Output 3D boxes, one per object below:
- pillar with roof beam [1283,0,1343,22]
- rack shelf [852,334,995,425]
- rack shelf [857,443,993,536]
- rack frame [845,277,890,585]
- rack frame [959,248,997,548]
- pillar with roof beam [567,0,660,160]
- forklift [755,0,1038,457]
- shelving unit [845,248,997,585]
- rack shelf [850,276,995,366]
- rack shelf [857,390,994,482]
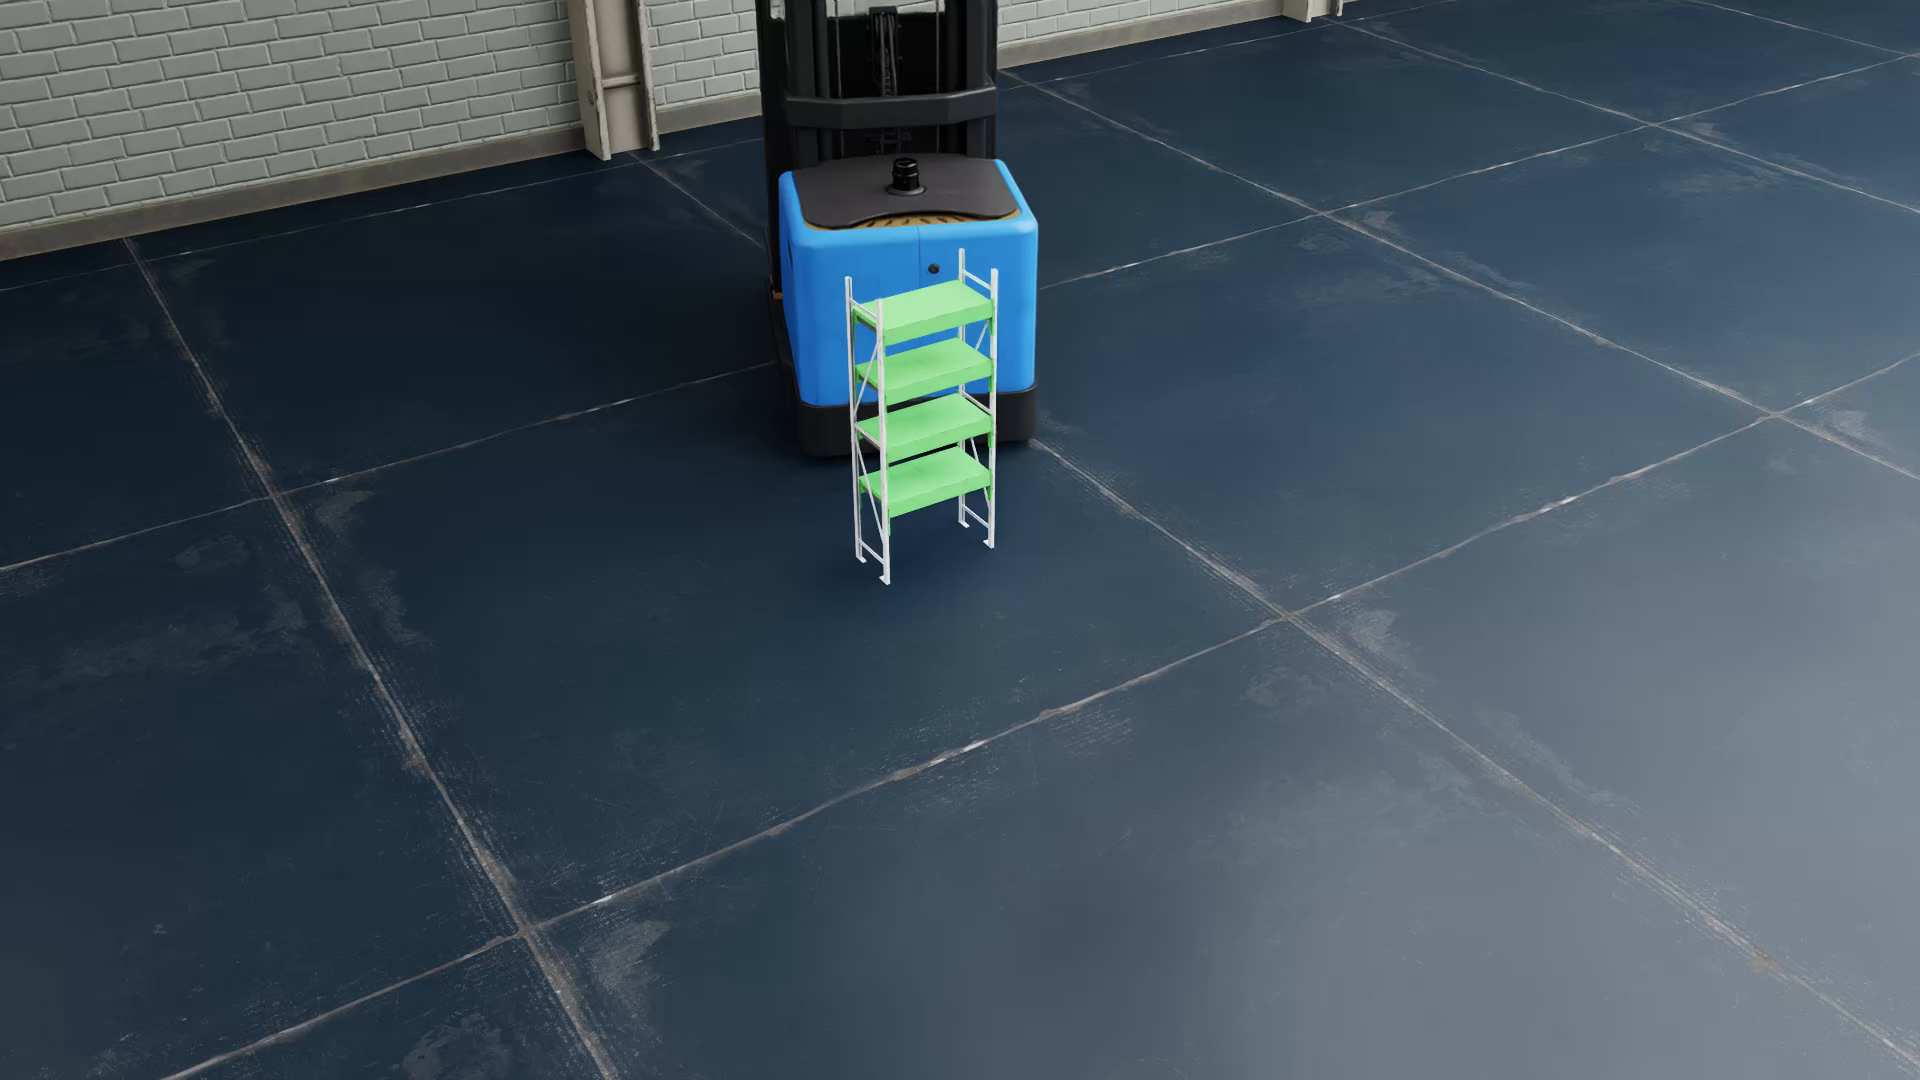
[{"bbox_3d":[5.188,-6.149,8.064,0.400,9.000,9.100,-19,37,-27],"label":"pillar with roof beam"},{"bbox_3d":[-0.139,-0.609,6.260,0.480,0.148,0.258,-19,37,-27],"label":"rack shelf"},{"bbox_3d":[-0.139,-0.203,6.516,0.480,0.148,0.258,-19,37,-27],"label":"rack shelf"},{"bbox_3d":[-0.344,-0.389,6.242,0.015,1.200,0.240,-19,37,-27],"label":"rack frame"},{"bbox_3d":[0.066,-0.530,6.466,0.015,1.200,0.240,-19,37,-27],"label":"rack frame"},{"bbox_3d":[0.145,-4.415,5.315,0.400,9.000,9.100,-19,37,-27],"label":"pillar with roof beam"},{"bbox_3d":[-0.414,-2.373,7.764,1.130,2.935,3.031,-5,33,-8],"label":"forklift"},{"bbox_3d":[-0.139,-0.460,6.354,0.503,1.200,0.258,-19,37,-27],"label":"shelving unit"},{"bbox_3d":[-0.139,-0.812,6.132,0.480,0.148,0.258,-19,37,-27],"label":"rack shelf"},{"bbox_3d":[-0.139,-0.406,6.388,0.480,0.148,0.258,-19,37,-27],"label":"rack shelf"}]
